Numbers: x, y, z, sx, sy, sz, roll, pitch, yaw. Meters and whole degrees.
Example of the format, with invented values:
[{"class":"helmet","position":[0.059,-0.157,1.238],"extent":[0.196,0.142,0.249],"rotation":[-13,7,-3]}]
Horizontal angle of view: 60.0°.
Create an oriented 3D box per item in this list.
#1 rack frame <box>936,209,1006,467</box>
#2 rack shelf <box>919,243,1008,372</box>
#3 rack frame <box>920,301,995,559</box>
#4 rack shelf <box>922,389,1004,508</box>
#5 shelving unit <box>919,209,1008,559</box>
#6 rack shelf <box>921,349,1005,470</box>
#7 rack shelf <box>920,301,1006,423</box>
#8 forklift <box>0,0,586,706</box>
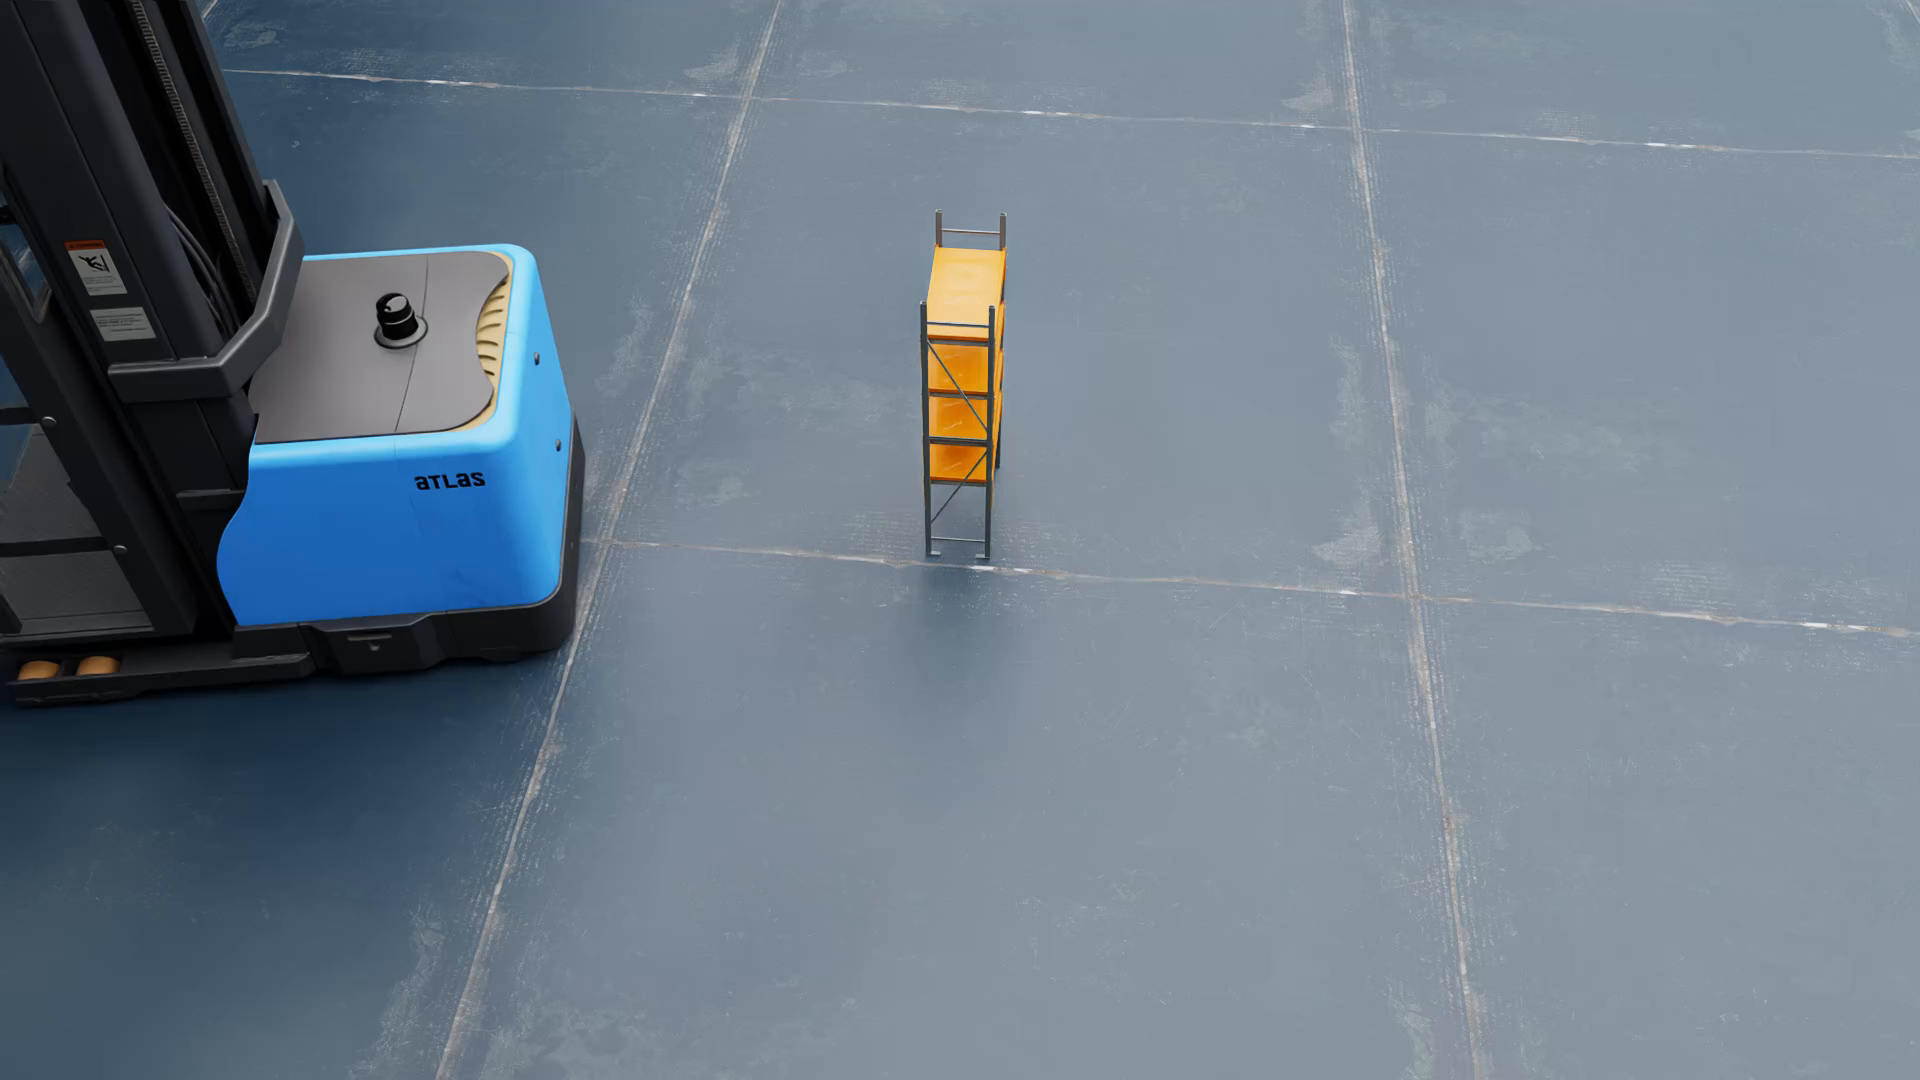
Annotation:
[{"class":"rack frame","position":[0.037,-0.706,6.082],"extent":[0.240,1.200,0.015],"rotation":[4,48,4]},{"class":"rack shelf","position":[0.015,-0.792,5.629],"extent":[0.258,0.148,0.480],"rotation":[4,48,4]},{"class":"rack frame","position":[-0.007,-0.347,5.755],"extent":[0.240,1.200,0.015],"rotation":[4,48,4]},{"class":"rack shelf","position":[0.015,-0.347,6.115],"extent":[0.258,0.148,0.480],"rotation":[4,48,4]},{"class":"shelving unit","position":[0.015,-0.527,5.919],"extent":[0.258,1.200,0.503],"rotation":[4,48,4]},{"class":"rack shelf","position":[0.015,-0.481,5.968],"extent":[0.258,0.148,0.480],"rotation":[4,48,4]},{"class":"rack shelf","position":[0.015,-0.632,5.803],"extent":[0.258,0.148,0.480],"rotation":[4,48,4]},{"class":"forklift","position":[-2.914,-0.832,5.024],"extent":[3.031,2.935,1.130],"rotation":[-4,48,-4]}]
